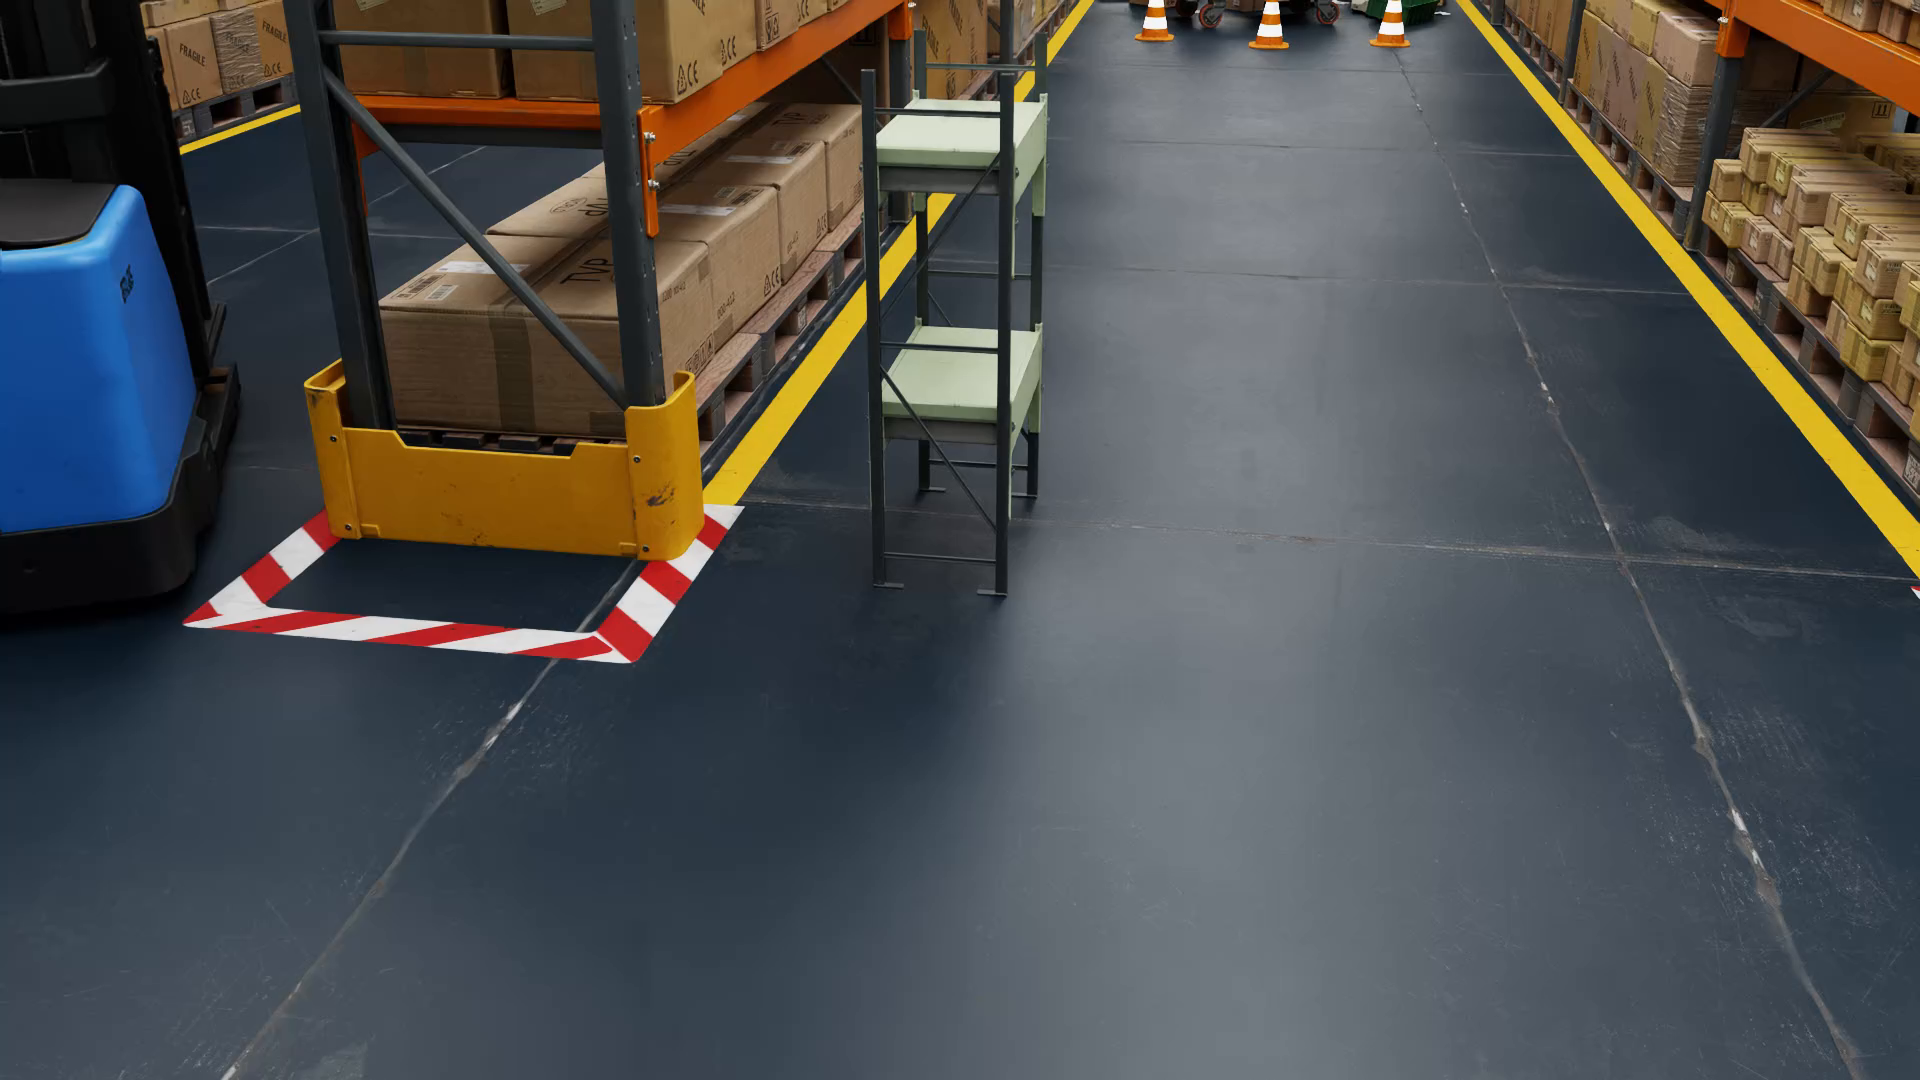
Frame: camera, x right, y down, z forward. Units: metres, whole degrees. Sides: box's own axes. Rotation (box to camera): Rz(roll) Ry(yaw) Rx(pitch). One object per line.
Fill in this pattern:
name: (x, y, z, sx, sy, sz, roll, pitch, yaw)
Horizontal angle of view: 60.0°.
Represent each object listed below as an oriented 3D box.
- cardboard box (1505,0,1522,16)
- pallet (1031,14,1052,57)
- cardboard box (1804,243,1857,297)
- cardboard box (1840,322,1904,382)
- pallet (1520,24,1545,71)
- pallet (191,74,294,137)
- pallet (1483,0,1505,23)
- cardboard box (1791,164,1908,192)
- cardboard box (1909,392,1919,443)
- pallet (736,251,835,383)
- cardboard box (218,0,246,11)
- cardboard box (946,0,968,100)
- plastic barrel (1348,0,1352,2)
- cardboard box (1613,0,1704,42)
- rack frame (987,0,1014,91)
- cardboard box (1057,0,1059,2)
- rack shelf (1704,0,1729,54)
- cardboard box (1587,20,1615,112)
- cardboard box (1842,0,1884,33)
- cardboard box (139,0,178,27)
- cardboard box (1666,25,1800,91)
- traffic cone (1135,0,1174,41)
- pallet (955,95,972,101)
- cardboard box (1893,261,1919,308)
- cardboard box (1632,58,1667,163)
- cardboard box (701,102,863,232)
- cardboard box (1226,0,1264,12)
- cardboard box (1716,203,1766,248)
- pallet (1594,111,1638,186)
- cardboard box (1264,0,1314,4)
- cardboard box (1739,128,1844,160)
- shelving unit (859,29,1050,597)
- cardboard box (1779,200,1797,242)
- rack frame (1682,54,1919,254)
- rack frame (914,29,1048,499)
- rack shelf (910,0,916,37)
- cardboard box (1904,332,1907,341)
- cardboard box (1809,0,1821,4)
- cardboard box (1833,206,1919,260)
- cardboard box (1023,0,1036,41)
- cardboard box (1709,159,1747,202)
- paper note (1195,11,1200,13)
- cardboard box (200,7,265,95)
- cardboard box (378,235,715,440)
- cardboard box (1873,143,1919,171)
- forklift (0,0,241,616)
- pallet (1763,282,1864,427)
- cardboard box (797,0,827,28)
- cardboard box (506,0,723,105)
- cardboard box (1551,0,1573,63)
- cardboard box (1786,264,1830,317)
cardboard box: (5.435, -5.034, 14.625, 1.050, 0.750, 0.750, 4, 25, 8)
pallet: (0.225, -4.329, 14.250, 1.003, 0.211, 1.213, 4, 25, 9)
cardboard box: (3.524, -1.042, 6.455, 0.380, 0.149, 0.250, 4, 25, 9)
cardboard box: (3.445, -0.678, 6.028, 0.380, 0.149, 0.250, 3, 25, 6)
pallet: (5.199, -4.026, 13.603, 1.003, 0.211, 1.213, 4, 25, 9)
pallet: (-5.364, -3.018, 11.448, 1.003, 0.211, 1.213, 4, 25, 9)
pallet: (5.649, -5.179, 16.064, 1.003, 0.211, 1.213, 4, 25, 9)
cardboard box: (3.763, -1.491, 7.062, 0.380, 0.149, 0.250, 3, 25, 7)
cardboard box: (3.309, -0.358, 5.344, 0.380, 0.149, 0.250, 5, 26, 10)
pallet: (-1.158, -0.996, 7.130, 1.003, 0.211, 1.213, 4, 25, 9)
cardboard box: (-5.079, -3.674, 11.249, 0.380, 0.149, 0.250, 3, 25, 6)
cardboard box: (-0.451, -3.329, 10.834, 0.875, 0.875, 0.875, 4, 25, 9)
plastic barrel: (4.120, -5.543, 16.592, 0.421, 0.421, 0.512, -20, 32, -36)
cardboard box: (4.266, -3.164, 10.040, 0.500, 0.250, 0.500, 4, 25, 9)
rack frame: (-0.106, -4.757, 11.874, 1.000, 3.000, 0.127, 4, 25, 9)
cardboard box: (0.465, -5.210, 15.447, 0.950, 0.372, 0.625, 4, 25, 9)
rack shelf: (4.467, -3.294, 9.597, 1.077, 0.370, 4.000, 4, 25, 9)
cardboard box: (4.348, -3.025, 10.628, 0.500, 0.500, 0.500, 4, 25, 9)
cardboard box: (3.604, -2.019, 6.322, 0.380, 0.149, 0.250, 5, 26, 11)
cardboard box: (-5.227, -3.356, 10.570, 0.380, 0.149, 0.250, 4, 25, 8)
cardboard box: (4.013, -2.510, 8.642, 0.500, 0.250, 0.500, 3, 25, 7)
traffic cone: (1.726, -4.665, 14.670, 0.336, 0.463, 0.334, 4, 25, 9)
pallet: (-0.511, -2.660, 10.685, 1.003, 0.211, 1.213, 4, 25, 9)
cardboard box: (3.443, -0.840, 5.671, 0.380, 0.149, 0.250, 3, 25, 6)
cardboard box: (4.097, -2.383, 9.255, 0.500, 0.500, 0.500, 3, 25, 7)
cardboard box: (-0.968, -1.858, 8.209, 0.875, 0.438, 0.875, 4, 25, 8)
cardboard box: (2.798, -5.383, 16.438, 0.258, 0.266, 0.396, -14, 29, -27)
cardboard box: (3.720, -1.441, 7.657, 0.380, 0.149, 0.250, 5, 26, 10)
pallet: (4.463, -2.357, 10.038, 1.003, 0.211, 1.213, 4, 25, 9)
cardboard box: (3.267, -5.732, 16.741, 0.797, 0.637, 0.503, 4, 25, 9)
cardboard box: (3.880, -1.822, 7.769, 0.380, 0.149, 0.250, 5, 26, 11)
shelving unit: (0.001, -0.682, 4.938, 0.431, 1.500, 0.755, 4, 25, 9)
cardboard box: (3.761, -1.358, 7.130, 0.380, 0.149, 0.250, 3, 25, 6)
rack frame: (4.140, -2.783, 7.657, 1.000, 3.000, 0.127, 4, 25, 9)
rack frame: (0.061, -0.835, 5.265, 0.400, 1.500, 0.023, 4, 25, 9)
rack shelf: (-0.433, -3.594, 10.239, 1.077, 0.370, 4.000, 4, 25, 9)
cardboard box: (3.520, -0.707, 5.739, 0.380, 0.149, 0.250, 4, 25, 8)
cardboard box: (3.811, -2.345, 7.018, 0.380, 0.149, 0.250, 3, 25, 6)
cardboard box: (3.599, -1.170, 6.377, 0.380, 0.149, 0.250, 4, 25, 9)
cardboard box: (0.109, -4.301, 13.506, 0.950, 0.372, 0.625, 4, 25, 8)
cardboard box: (3.765, -1.687, 7.833, 0.380, 0.149, 0.250, 5, 26, 11)
paper note: (2.318, -5.188, 16.298, 0.148, 0.019, 0.142, 4, 25, 9)
cardboard box: (-5.102, -3.319, 11.256, 0.500, 0.500, 0.500, 3, 25, 7)
cardboard box: (-1.404, -0.723, 5.784, 0.875, 0.438, 0.875, 3, 25, 7)
cardboard box: (4.336, -1.675, 7.456, 0.380, 0.149, 0.250, 4, 25, 9)
forklift: (-3.180, -1.655, 5.328, 1.130, 2.935, 3.031, -8, 26, -16)
pallet: (3.868, -0.725, 6.550, 1.003, 0.211, 1.213, 4, 25, 9)
cardboard box: (-0.830, -2.272, 6.449, 0.500, 0.500, 0.500, 5, 26, 10)
cardboard box: (-1.052, -1.637, 5.091, 0.500, 0.500, 0.500, 4, 25, 8)
cardboard box: (4.982, -3.876, 12.150, 1.050, 0.750, 0.750, 4, 25, 8)
cardboard box: (3.592, -1.006, 6.729, 0.380, 0.149, 0.250, 3, 25, 7)
